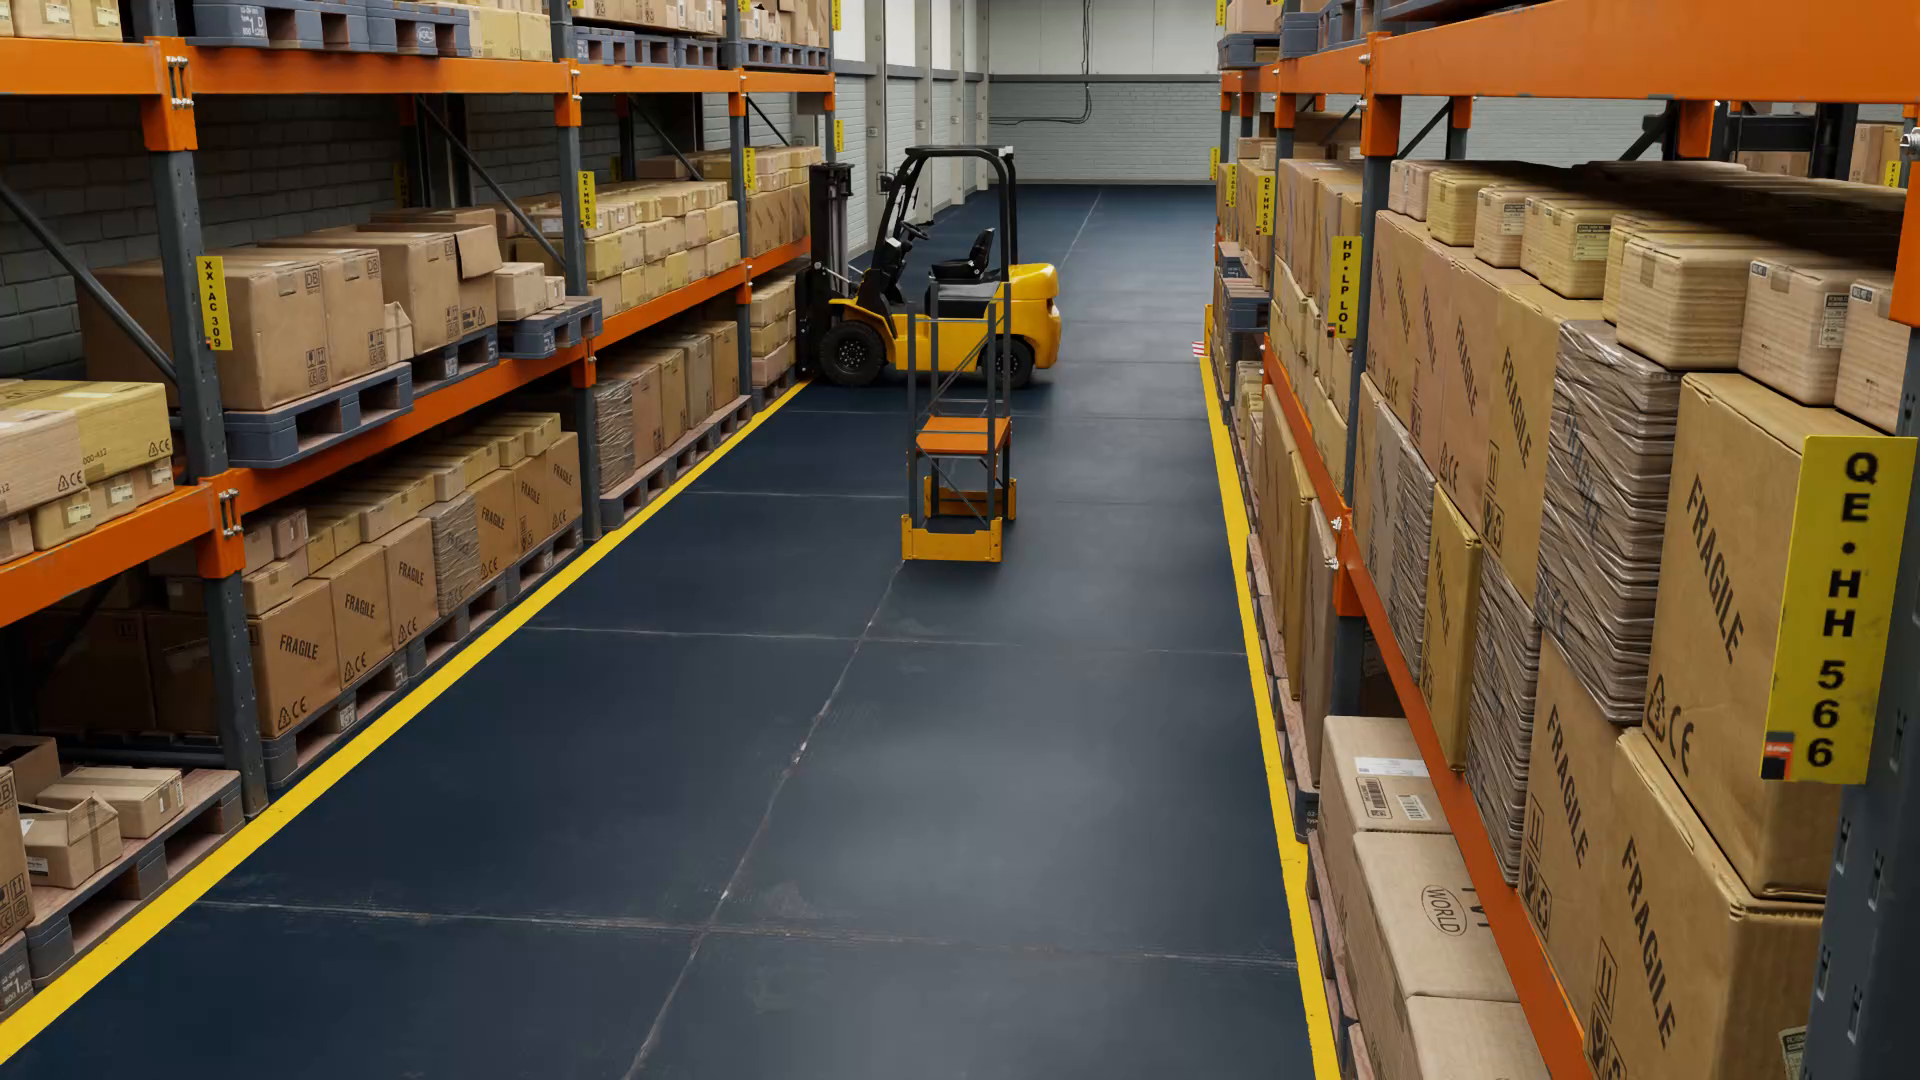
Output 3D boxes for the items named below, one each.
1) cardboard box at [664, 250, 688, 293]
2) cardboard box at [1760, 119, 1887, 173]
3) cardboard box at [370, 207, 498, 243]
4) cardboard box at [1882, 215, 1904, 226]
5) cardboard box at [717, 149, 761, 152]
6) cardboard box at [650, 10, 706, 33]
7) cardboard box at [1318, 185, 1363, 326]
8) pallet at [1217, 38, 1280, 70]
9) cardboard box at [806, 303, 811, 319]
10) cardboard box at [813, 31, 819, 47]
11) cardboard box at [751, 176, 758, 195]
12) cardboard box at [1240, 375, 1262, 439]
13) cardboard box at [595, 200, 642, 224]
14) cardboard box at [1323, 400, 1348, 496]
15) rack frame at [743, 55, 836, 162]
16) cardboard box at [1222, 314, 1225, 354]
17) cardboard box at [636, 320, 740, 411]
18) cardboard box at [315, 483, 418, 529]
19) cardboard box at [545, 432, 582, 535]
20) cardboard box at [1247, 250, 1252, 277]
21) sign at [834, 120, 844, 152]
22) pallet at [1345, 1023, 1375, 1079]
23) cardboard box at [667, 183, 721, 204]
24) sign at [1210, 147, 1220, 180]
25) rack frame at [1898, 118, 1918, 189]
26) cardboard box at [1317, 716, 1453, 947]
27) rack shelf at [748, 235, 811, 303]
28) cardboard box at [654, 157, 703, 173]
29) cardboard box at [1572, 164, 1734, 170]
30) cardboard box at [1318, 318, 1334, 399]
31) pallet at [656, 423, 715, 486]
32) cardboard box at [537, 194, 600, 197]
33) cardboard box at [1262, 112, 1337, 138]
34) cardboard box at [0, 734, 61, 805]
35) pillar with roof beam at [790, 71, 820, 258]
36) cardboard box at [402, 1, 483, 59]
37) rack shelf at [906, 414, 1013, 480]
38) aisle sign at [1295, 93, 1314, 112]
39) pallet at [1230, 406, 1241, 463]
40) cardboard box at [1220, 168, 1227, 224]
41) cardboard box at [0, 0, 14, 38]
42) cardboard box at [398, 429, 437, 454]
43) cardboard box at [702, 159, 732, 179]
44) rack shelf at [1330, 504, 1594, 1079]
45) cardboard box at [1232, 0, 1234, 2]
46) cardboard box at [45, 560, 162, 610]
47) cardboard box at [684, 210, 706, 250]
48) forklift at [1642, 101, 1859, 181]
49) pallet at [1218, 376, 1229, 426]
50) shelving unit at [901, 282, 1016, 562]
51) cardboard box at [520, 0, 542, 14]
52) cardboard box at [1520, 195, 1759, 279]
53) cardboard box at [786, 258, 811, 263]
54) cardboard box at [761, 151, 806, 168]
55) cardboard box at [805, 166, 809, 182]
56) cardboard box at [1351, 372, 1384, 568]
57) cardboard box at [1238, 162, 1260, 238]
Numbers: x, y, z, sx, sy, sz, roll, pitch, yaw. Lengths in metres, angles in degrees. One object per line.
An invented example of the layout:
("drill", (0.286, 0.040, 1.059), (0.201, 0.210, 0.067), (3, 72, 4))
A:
("cardboard box", (-2.234, -1.895, 11.709), (0.500, 0.250, 0.500), (2, 15, 8))
("cardboard box", (8.014, -3.624, 15.461), (0.875, 0.550, 0.550), (2, 15, 6))
("cardboard box", (-2.914, -1.583, 9.272), (0.500, 0.500, 0.500), (2, 15, 9))
("cardboard box", (1.736, -0.441, 2.696), (0.380, 0.149, 0.250), (2, 15, 7))
("cardboard box", (-2.169, -3.760, 16.317), (0.380, 0.149, 0.250), (2, 15, 7))
("cardboard box", (-2.071, -3.781, 12.139), (0.380, 0.149, 0.250), (2, 15, 6))
("cardboard box", (1.633, -1.066, 6.252), (0.500, 0.500, 0.500), (2, 15, 7))
("pallet", (2.508, -3.553, 12.169), (1.213, 0.211, 1.003), (2, 15, 6))
("cardboard box", (-1.706, -2.123, 15.771), (0.500, 0.250, 0.500), (2, 15, 6))
("cardboard box", (-1.589, -4.889, 16.236), (0.380, 0.149, 0.250), (1, 15, 5))
("cardboard box", (-1.924, -3.001, 14.081), (0.380, 0.149, 0.250), (2, 15, 8))
("cardboard box", (2.549, -0.964, 12.211), (0.950, 0.372, 0.625), (3, 15, 10))
("cardboard box", (-2.324, -2.167, 10.994), (0.380, 0.149, 0.250), (2, 15, 7))
("cardboard box", (1.581, -0.329, 5.920), (0.500, 0.250, 0.500), (1, 15, 5))
("rack frame", (-1.797, -3.535, 17.490), (1.000, 3.000, 0.127), (2, 15, 6))
("cardboard box", (2.539, -1.883, 14.407), (0.500, 0.500, 0.500), (2, 15, 7))
("cardboard box", (-2.297, -1.419, 13.407), (0.875, 0.625, 0.625), (2, 15, 9))
("cardboard box", (-2.762, -0.158, 7.741), (0.380, 0.149, 0.250), (2, 15, 8))
("cardboard box", (-2.534, -0.341, 9.659), (0.500, 0.500, 0.500), (2, 15, 8))
("cardboard box", (2.031, -1.764, 10.615), (0.380, 0.149, 0.250), (2, 15, 7))
("sign", (-1.260, -4.189, 17.236), (0.100, 0.325, 0.005), (2, 15, 6))
("pallet", (1.482, 1.581, 3.913), (1.003, 0.211, 1.213), (2, 15, 6))
("cardboard box", (-2.078, -2.697, 12.954), (0.380, 0.149, 0.250), (1, 15, 5))
("sign", (2.596, -3.824, 16.899), (0.100, 0.325, 0.005), (2, 15, 6))
("rack frame", (7.613, -2.233, 12.674), (1.000, 3.000, 0.127), (2, 15, 6))
("cardboard box", (1.603, 0.916, 5.132), (0.875, 0.438, 0.875), (1, 15, 5))
("rack shelf", (-2.023, -2.669, 15.666), (1.077, 0.370, 4.000), (2, 15, 6))
("cardboard box", (-2.427, -3.228, 14.348), (0.380, 0.149, 0.250), (2, 15, 6))
("cardboard box", (1.925, -0.967, 4.644), (0.380, 0.149, 0.250), (2, 15, 8))
("cardboard box", (1.638, -0.698, 6.327), (0.500, 0.250, 0.500), (2, 15, 8))
("pallet", (-2.428, -0.642, 12.133), (1.003, 0.211, 1.213), (2, 15, 6))
("cardboard box", (-2.710, -2.311, 11.528), (0.380, 0.149, 0.250), (2, 15, 8))
("cardboard box", (3.230, -3.795, 15.772), (0.700, 0.500, 0.500), (2, 15, 7))
("cardboard box", (-3.461, 0.837, 5.668), (0.500, 0.311, 0.500), (2, 15, 8))
("pillar with roof beam", (2.183, -7.707, 21.423), (9.100, 9.000, 0.400), (2, 15, 6))
("cardboard box", (-2.629, -2.436, 7.964), (0.500, 0.250, 0.500), (2, 15, 6))
("rack shelf", (0.010, -0.572, 10.095), (0.538, 0.185, 1.000), (2, 15, 6))
("aisle sign", (3.430, -4.653, 16.641), (0.394, 0.787, 0.004), (2, 15, 6))
("pallet", (2.597, -0.805, 12.733), (1.003, 0.211, 1.213), (2, 15, 6))
("cardboard box", (2.694, -3.201, 15.491), (0.500, 0.500, 0.500), (1, 15, 5))
("cardboard box", (-2.968, -1.515, 4.753), (0.380, 0.149, 0.250), (2, 15, 8))
("cardboard box", (-3.074, -0.509, 9.038), (0.380, 0.149, 0.250), (2, 15, 7))
("cardboard box", (-1.918, -3.077, 13.790), (0.380, 0.149, 0.250), (2, 15, 7))
("rack shelf", (1.555, 0.588, 3.619), (1.077, 0.370, 4.000), (2, 15, 6))
("cardboard box", (2.173, -3.903, 11.628), (0.500, 0.250, 0.500), (1, 15, 5))
("cardboard box", (-3.396, 0.164, 6.551), (0.380, 0.149, 0.250), (1, 15, 4))
("cardboard box", (-2.164, -2.266, 12.125), (0.500, 0.250, 0.500), (2, 15, 7))
("forklift", (5.090, -1.748, 11.012), (1.130, 2.935, 3.031), (2, 15, 8))
("pallet", (2.724, -1.182, 14.128), (1.003, 0.211, 1.213), (2, 15, 6))
("shelving unit", (0.009, -0.744, 10.039), (0.587, 1.500, 1.083), (2, 15, 6))
("cardboard box", (-2.501, -2.929, 9.026), (0.380, 0.149, 0.250), (2, 15, 7))
("cardboard box", (1.309, -0.584, 3.224), (0.380, 0.149, 0.250), (2, 15, 8))
("cardboard box", (-1.539, -2.765, 17.188), (0.500, 0.250, 0.500), (2, 15, 8))
("cardboard box", (-1.673, -3.607, 15.752), (0.380, 0.149, 0.250), (2, 15, 7))
("cardboard box", (-1.670, -3.531, 16.041), (0.380, 0.149, 0.250), (1, 15, 4))
("cardboard box", (1.468, -0.212, 5.008), (0.500, 0.500, 0.500), (2, 15, 8))
("cardboard box", (2.220, -2.376, 11.638), (0.500, 0.500, 0.500), (2, 15, 6))
